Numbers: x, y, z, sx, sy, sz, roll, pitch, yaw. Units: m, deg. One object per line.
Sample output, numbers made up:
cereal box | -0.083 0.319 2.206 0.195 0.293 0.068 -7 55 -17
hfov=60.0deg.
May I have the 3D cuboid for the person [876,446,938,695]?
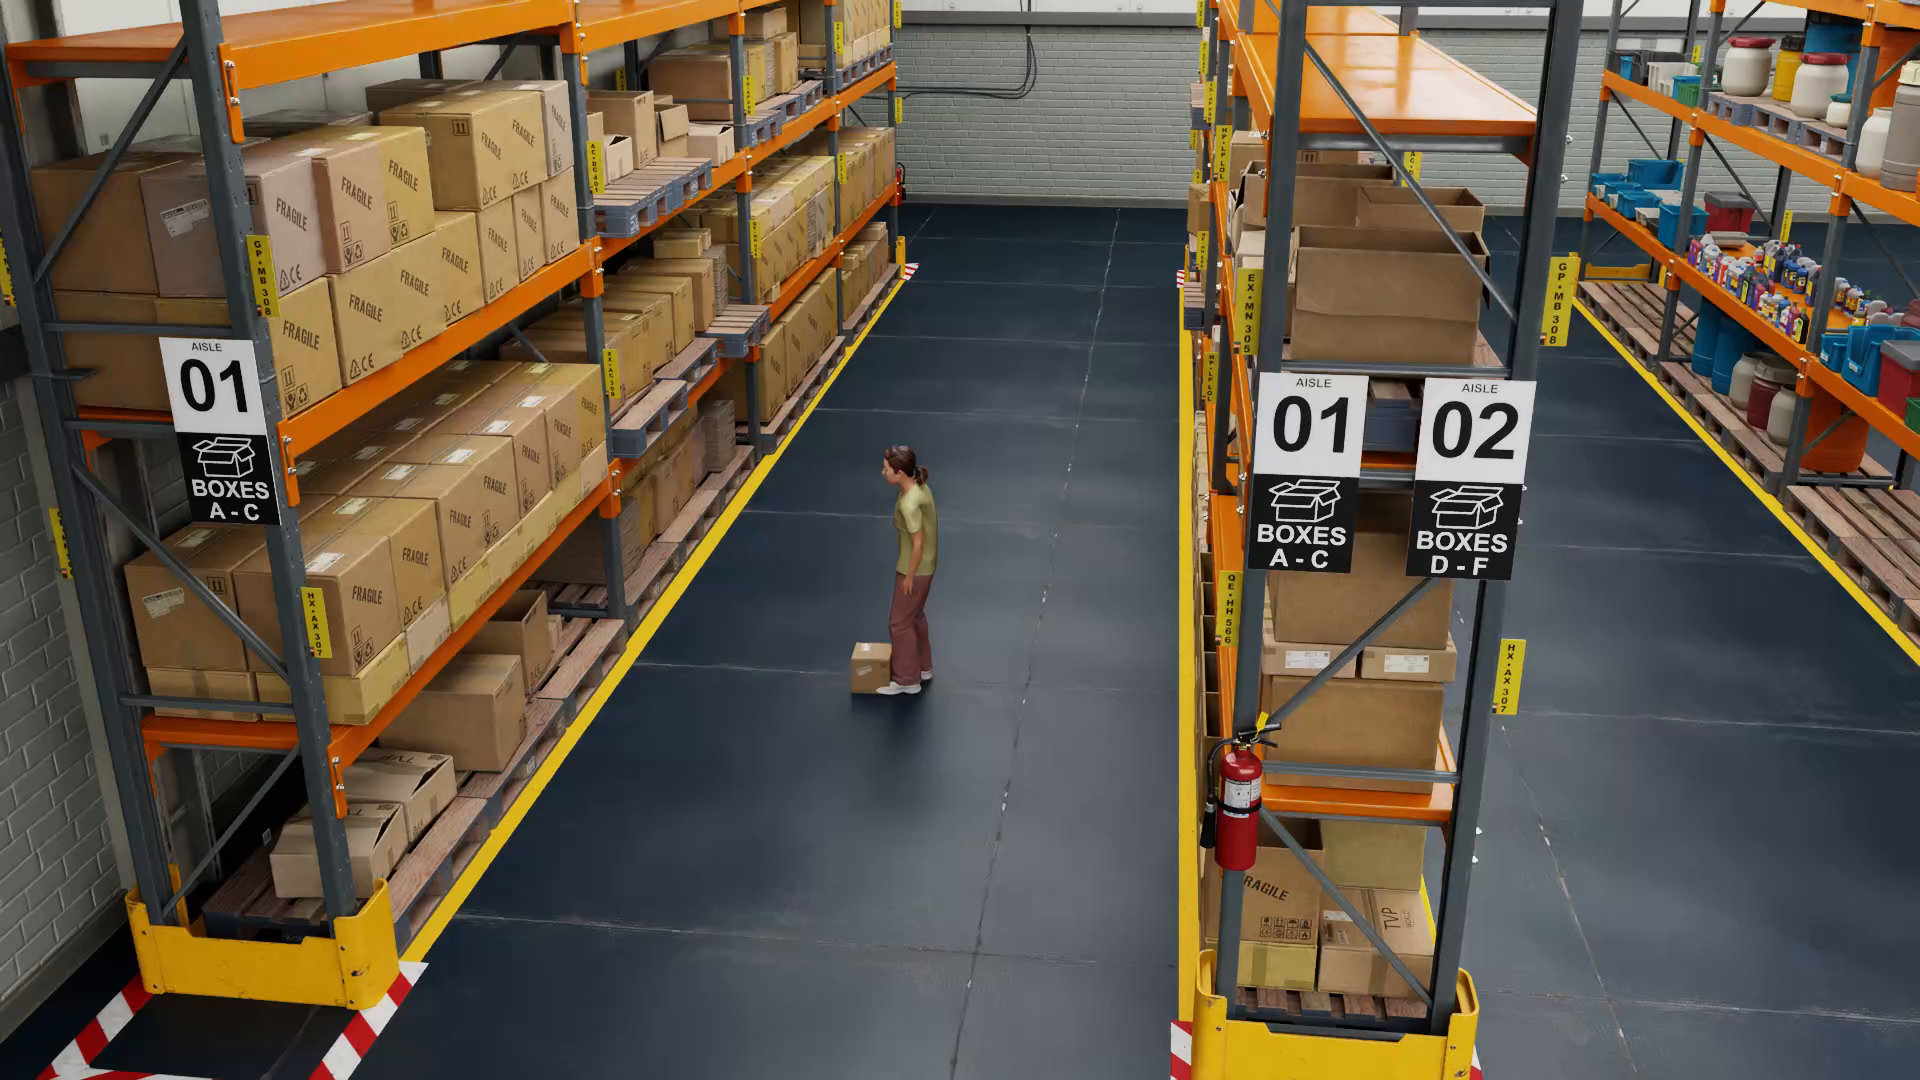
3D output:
person | -0.348 0.185 10.612 0.416 1.671 0.510 1 21 3
